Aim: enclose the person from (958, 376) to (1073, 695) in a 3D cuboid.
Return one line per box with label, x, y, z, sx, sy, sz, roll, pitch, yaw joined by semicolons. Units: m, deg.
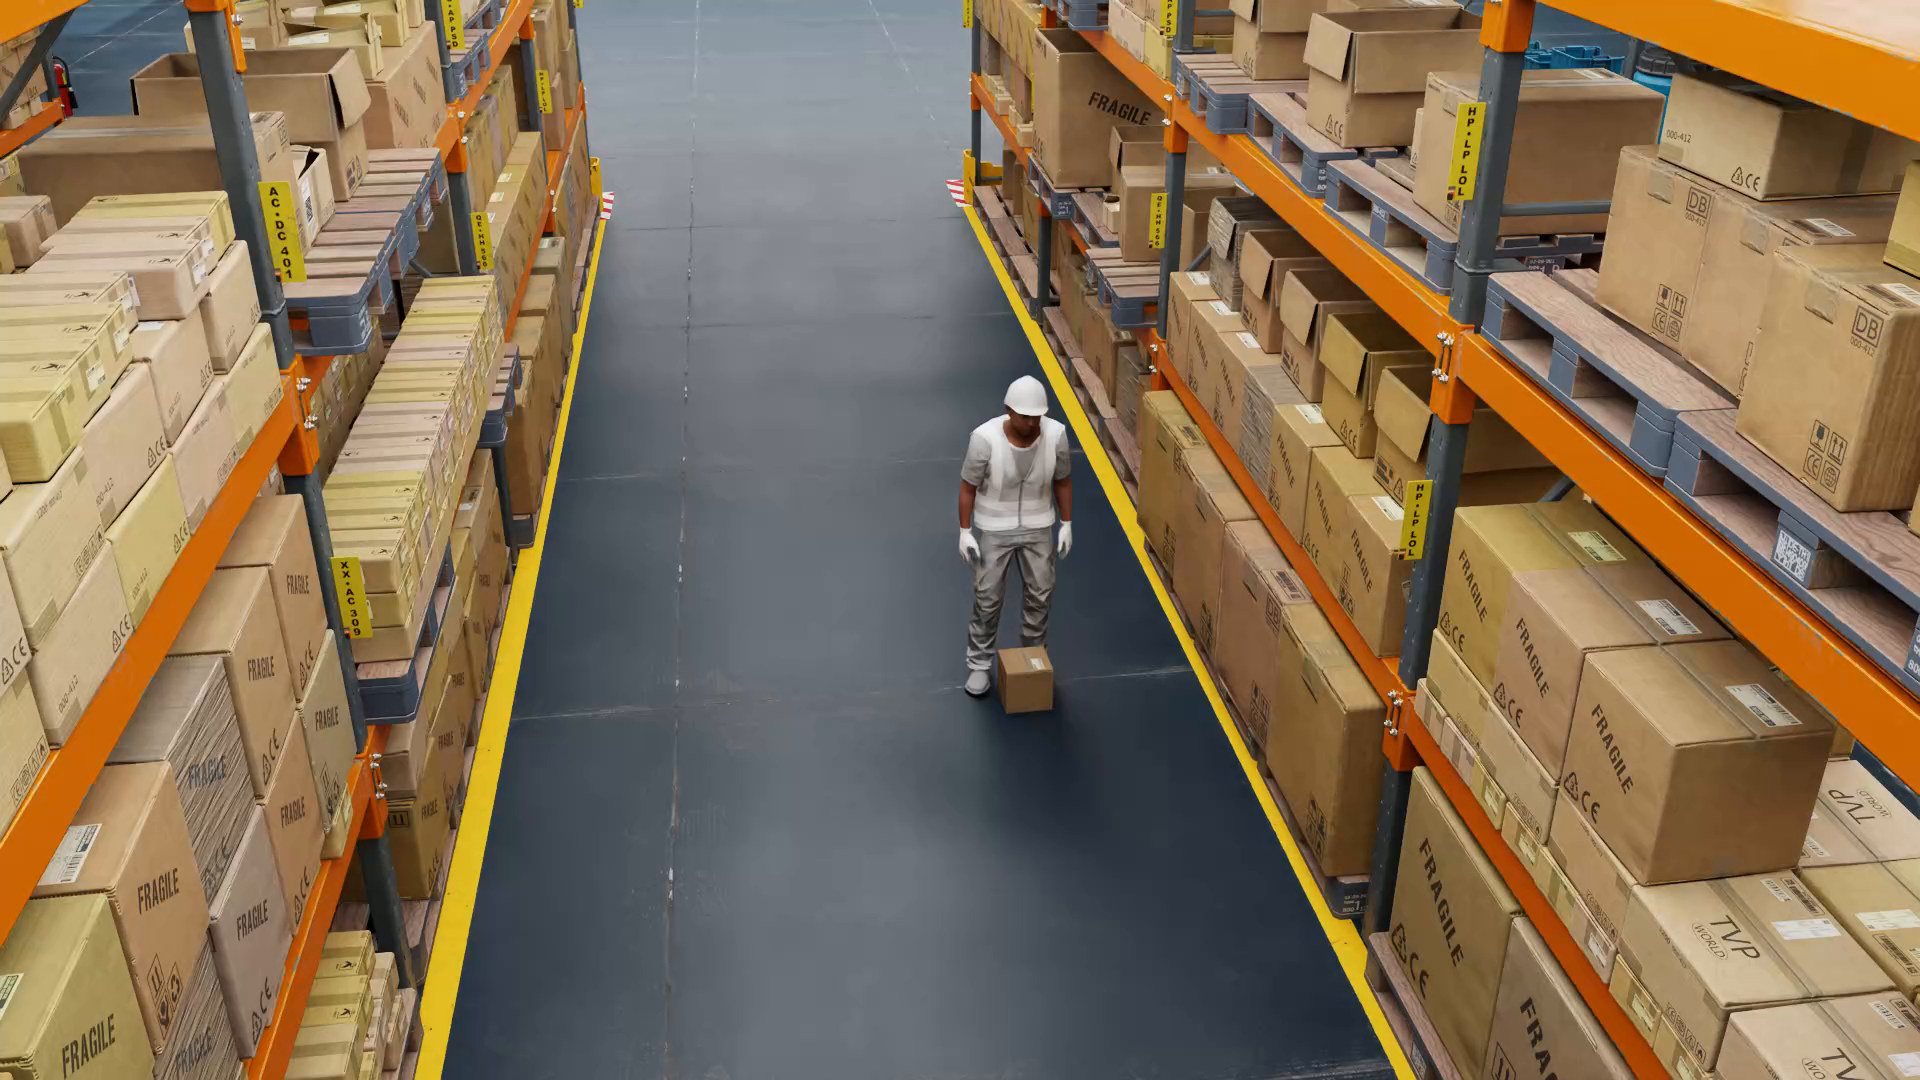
person;0.293;-0.038;8.681;0.616;1.772;0.452;-5;27;-9
